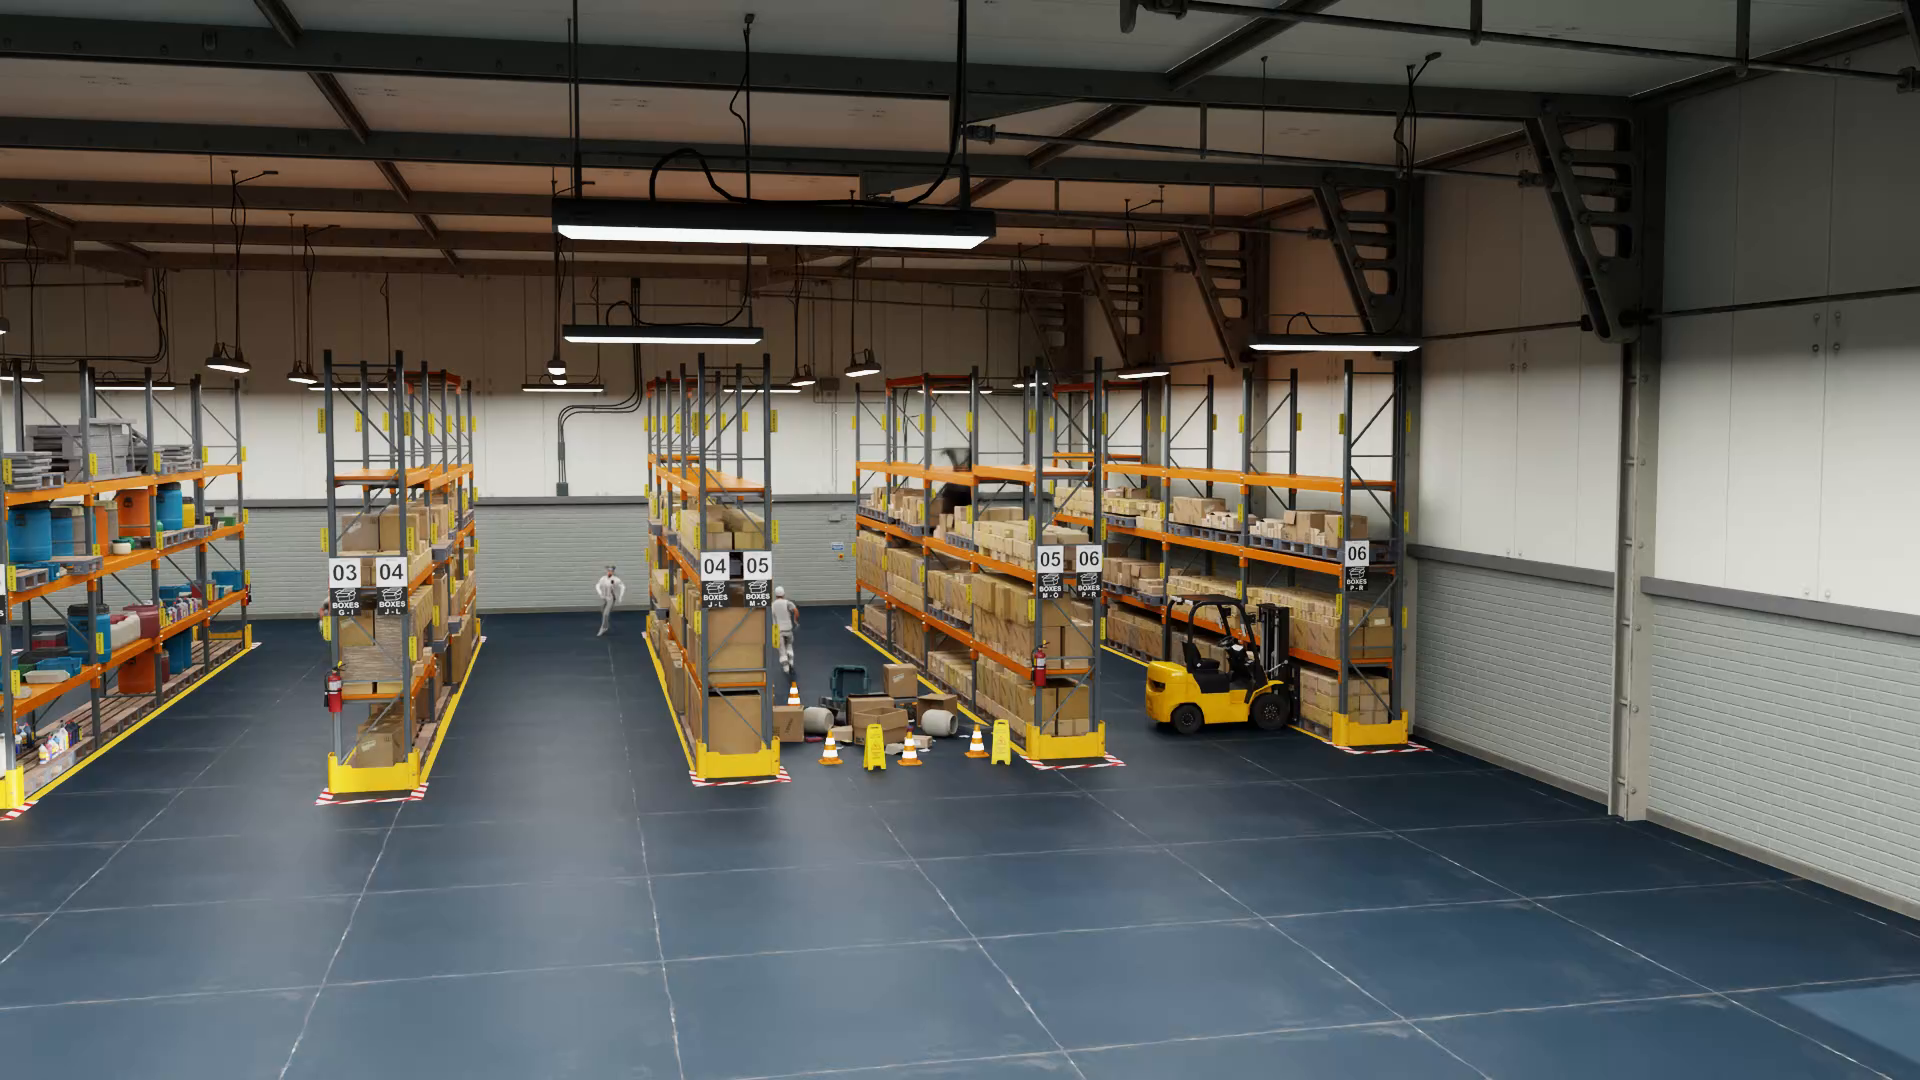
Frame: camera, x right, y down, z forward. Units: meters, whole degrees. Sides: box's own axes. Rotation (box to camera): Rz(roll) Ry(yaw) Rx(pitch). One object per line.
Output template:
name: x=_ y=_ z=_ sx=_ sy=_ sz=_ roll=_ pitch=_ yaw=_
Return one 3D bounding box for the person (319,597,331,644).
person: x=-12.829 y=1.771 z=34.229 sx=0.669 sy=1.712 sz=0.705 roll=-2 pitch=5 yaw=-30

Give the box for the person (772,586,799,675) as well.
person: x=-3.551 y=1.821 z=33.027 sx=0.656 sy=1.803 sz=0.655 roll=-1 pitch=4 yaw=-13

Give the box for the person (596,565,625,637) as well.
person: x=-8.283 y=1.415 z=39.306 sx=0.671 sy=1.663 sz=0.882 roll=1 pitch=4 yaw=16
